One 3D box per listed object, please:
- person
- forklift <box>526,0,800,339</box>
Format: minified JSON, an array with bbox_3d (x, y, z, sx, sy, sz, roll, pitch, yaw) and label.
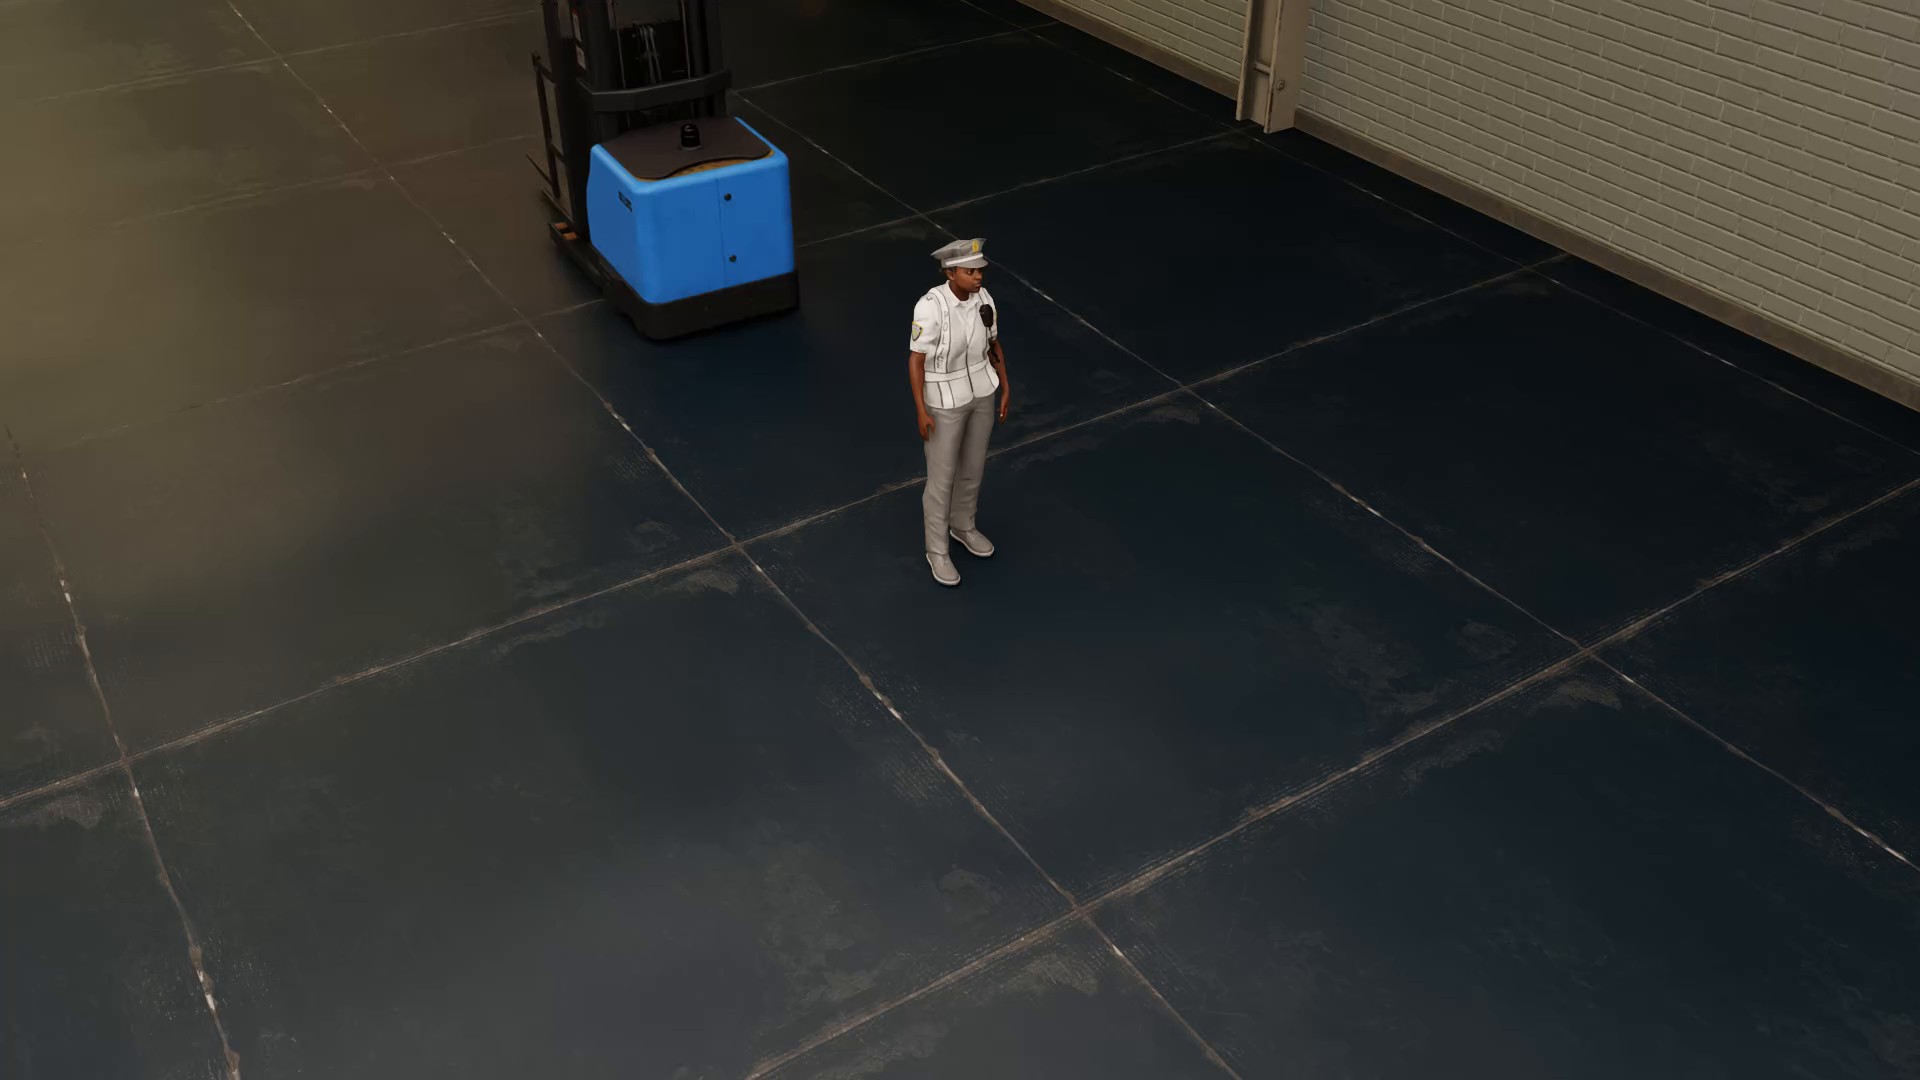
[{"bbox_3d":[0.024,-0.657,8.146,0.569,1.694,0.530,-21,40,-27],"label":"person"},{"bbox_3d":[-2.207,-3.272,10.804,1.130,2.935,3.031,-18,39,-24],"label":"forklift"}]
